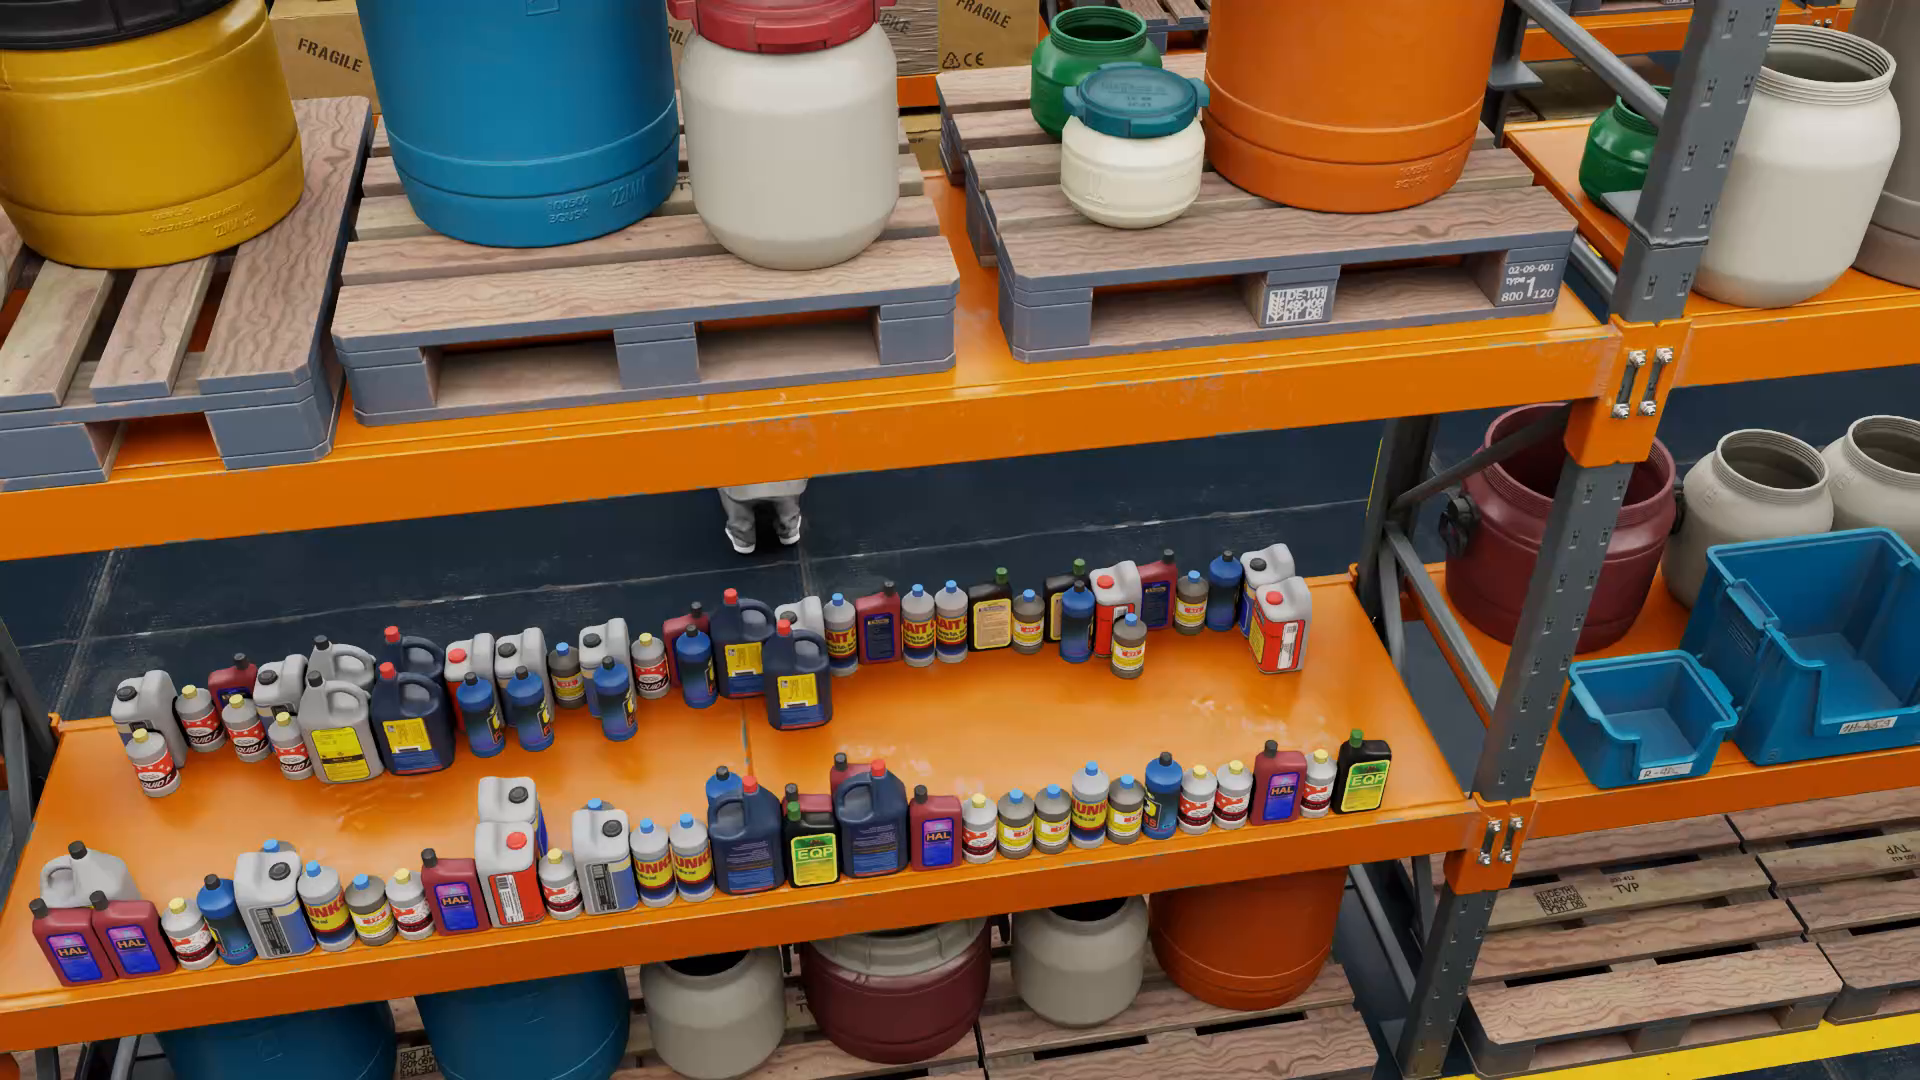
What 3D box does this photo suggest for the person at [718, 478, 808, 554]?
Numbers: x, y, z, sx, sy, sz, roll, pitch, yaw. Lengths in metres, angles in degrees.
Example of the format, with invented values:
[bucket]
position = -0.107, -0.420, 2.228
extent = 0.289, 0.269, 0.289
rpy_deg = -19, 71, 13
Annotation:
[person]
position = -0.896, -0.356, 7.351
extent = 0.423, 0.724, 0.850
rpy_deg = -7, 40, -9
